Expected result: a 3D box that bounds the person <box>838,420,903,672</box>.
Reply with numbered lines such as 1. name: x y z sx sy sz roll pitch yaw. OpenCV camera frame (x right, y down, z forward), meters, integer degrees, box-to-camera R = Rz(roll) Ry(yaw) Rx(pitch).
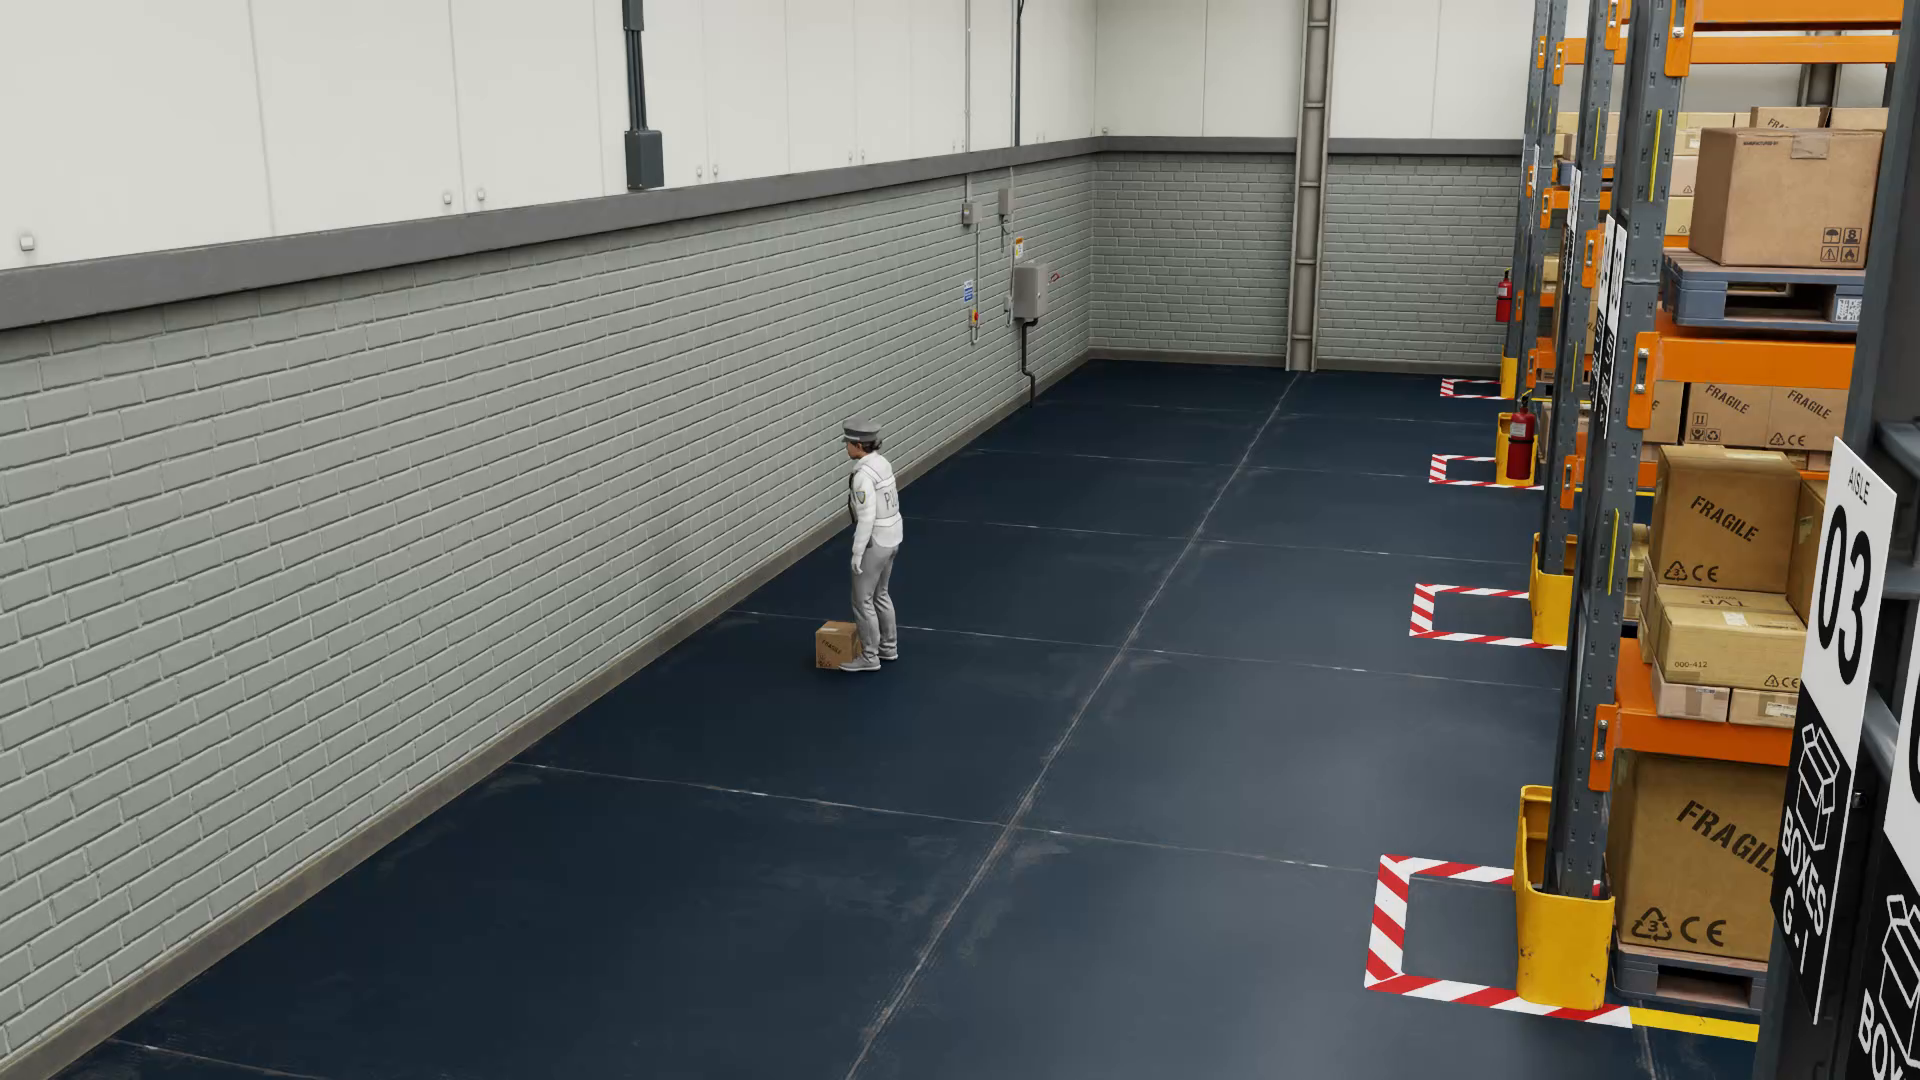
1. person: -0.588 0.039 10.868 0.404 1.663 0.530 4 16 16
